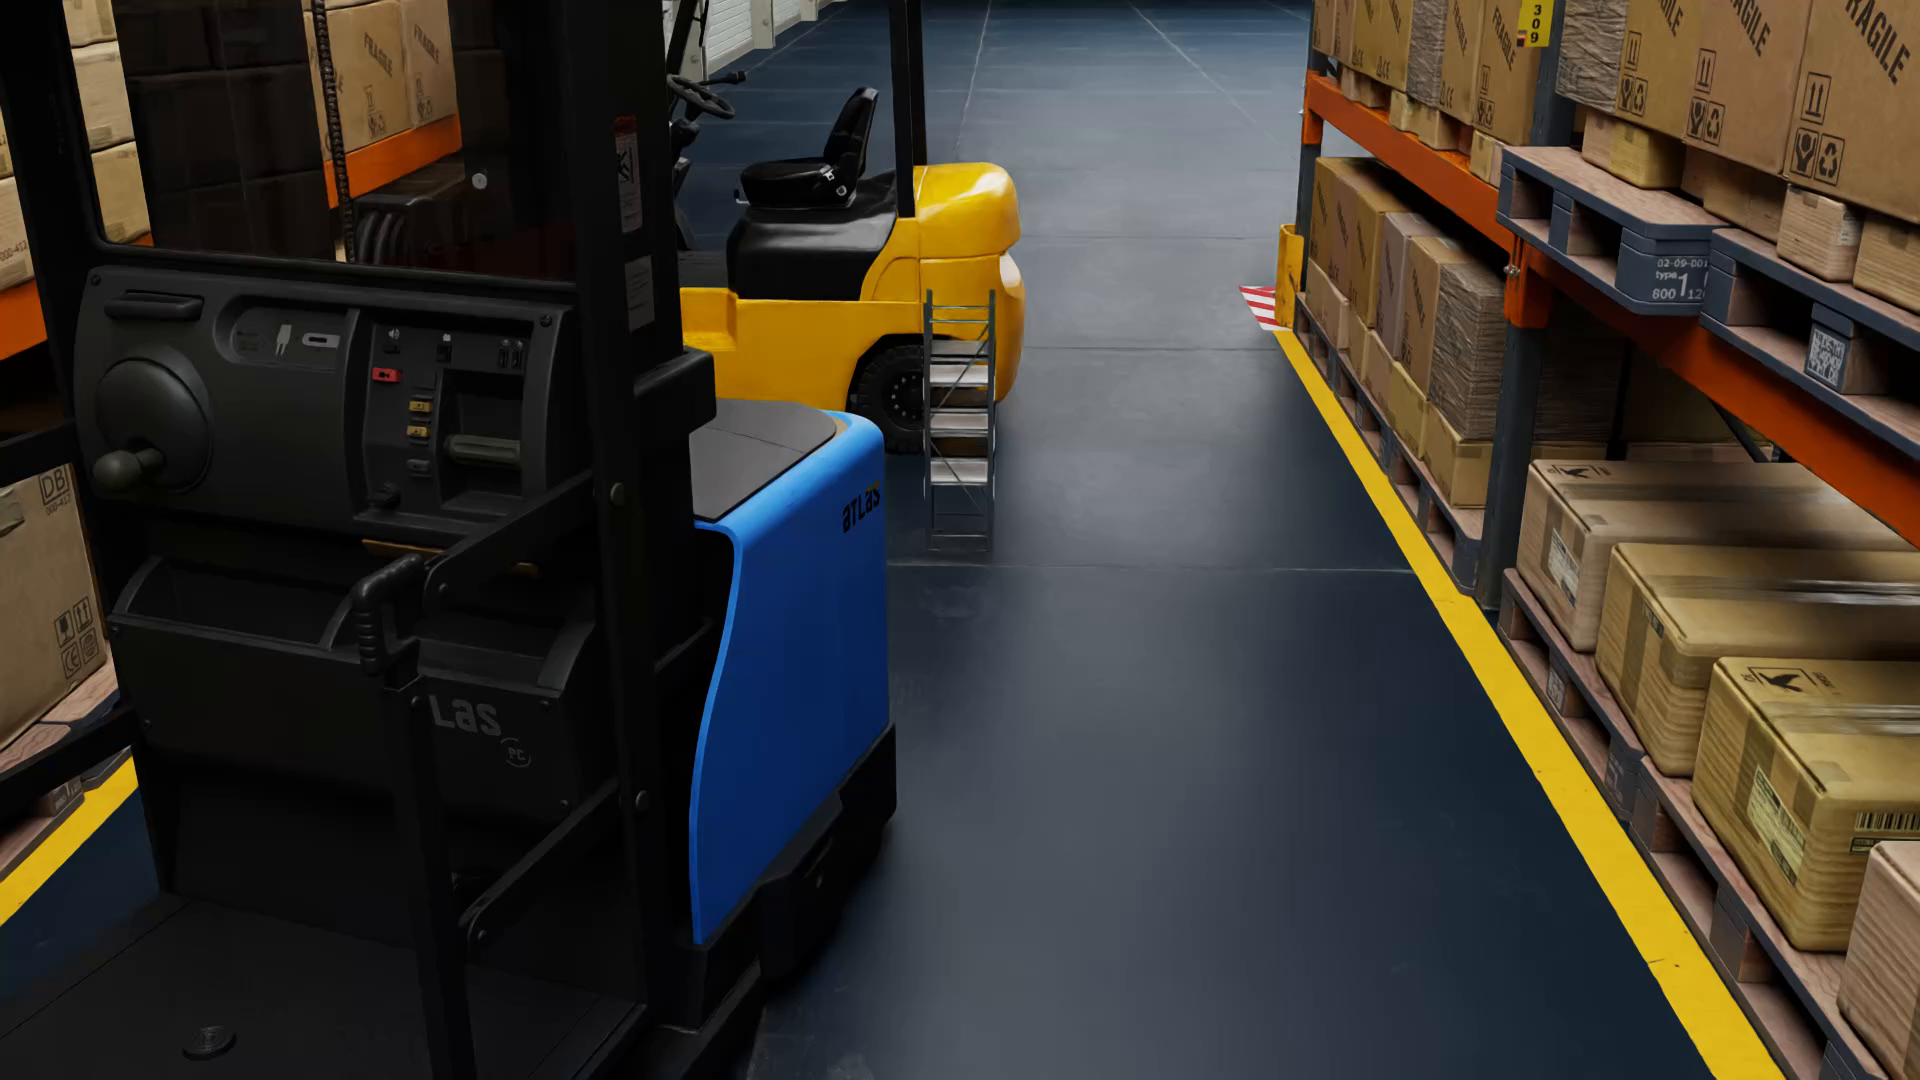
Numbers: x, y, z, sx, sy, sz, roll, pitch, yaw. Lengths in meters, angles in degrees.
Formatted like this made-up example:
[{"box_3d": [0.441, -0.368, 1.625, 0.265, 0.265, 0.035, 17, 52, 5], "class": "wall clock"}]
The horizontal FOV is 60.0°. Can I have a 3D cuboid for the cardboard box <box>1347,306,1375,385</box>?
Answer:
[{"box_3d": [2.000, -0.867, 7.336, 0.500, 0.250, 0.500, 2, 21, 5], "class": "cardboard box"}]

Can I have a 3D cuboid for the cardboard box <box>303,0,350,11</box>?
[{"box_3d": [-2.415, -1.968, 5.920, 0.380, 0.149, 0.250, 1, 21, 3], "class": "cardboard box"}]

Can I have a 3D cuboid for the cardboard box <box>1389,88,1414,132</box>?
[{"box_3d": [1.948, -1.732, 6.694, 0.380, 0.149, 0.250, 1, 21, 2], "class": "cardboard box"}]

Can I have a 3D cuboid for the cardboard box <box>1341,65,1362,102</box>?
[{"box_3d": [1.974, -2.108, 7.662, 0.380, 0.149, 0.250, 1, 21, 2], "class": "cardboard box"}]

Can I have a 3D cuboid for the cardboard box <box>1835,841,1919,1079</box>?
[{"box_3d": [2.126, 0.827, 2.802, 0.950, 0.372, 0.625, 0, 21, 1], "class": "cardboard box"}]

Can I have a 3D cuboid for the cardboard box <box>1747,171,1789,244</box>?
[{"box_3d": [1.866, -0.684, 3.412, 0.380, 0.149, 0.250, 1, 21, 2], "class": "cardboard box"}]

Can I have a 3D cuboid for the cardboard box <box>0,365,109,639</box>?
[{"box_3d": [-2.760, -0.130, 4.920, 0.875, 0.625, 0.625, 2, 21, 4], "class": "cardboard box"}]

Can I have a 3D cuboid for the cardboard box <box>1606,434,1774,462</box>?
[{"box_3d": [2.494, -0.301, 5.879, 0.500, 0.250, 0.500, 0, 21, -1], "class": "cardboard box"}]

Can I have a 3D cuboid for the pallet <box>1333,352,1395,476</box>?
[{"box_3d": [2.226, -0.562, 7.187, 1.003, 0.211, 1.213, 1, 21, 2], "class": "pallet"}]

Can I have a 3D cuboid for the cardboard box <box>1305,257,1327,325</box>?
[{"box_3d": [2.027, -1.249, 8.321, 0.500, 0.250, 0.500, 0, 21, 1], "class": "cardboard box"}]

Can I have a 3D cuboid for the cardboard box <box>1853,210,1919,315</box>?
[{"box_3d": [1.827, -0.492, 2.916, 0.380, 0.149, 0.250, 0, 21, 0], "class": "cardboard box"}]

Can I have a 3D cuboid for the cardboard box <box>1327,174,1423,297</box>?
[{"box_3d": [2.015, -1.400, 7.676, 0.500, 0.500, 0.500, 0, 21, 0], "class": "cardboard box"}]

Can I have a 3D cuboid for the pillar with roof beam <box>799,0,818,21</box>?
[{"box_3d": [1.477, -13.862, 29.314, 9.100, 9.000, 0.400, 1, 21, 2], "class": "pillar with roof beam"}]

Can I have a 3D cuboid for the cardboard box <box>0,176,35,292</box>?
[{"box_3d": [-2.519, -0.793, 4.134, 0.500, 0.250, 0.500, 1, 21, 1], "class": "cardboard box"}]

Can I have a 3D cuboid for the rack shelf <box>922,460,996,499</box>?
[{"box_3d": [0.000, -0.218, 5.936, 0.258, 0.077, 0.200, 1, 21, 2], "class": "rack shelf"}]

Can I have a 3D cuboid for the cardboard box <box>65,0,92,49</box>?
[{"box_3d": [-2.534, -1.360, 4.352, 0.380, 0.149, 0.250, 0, 21, 1], "class": "cardboard box"}]

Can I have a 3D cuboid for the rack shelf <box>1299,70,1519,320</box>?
[{"box_3d": [2.267, -1.565, 6.910, 1.077, 0.370, 4.000, 1, 21, 2], "class": "rack shelf"}]

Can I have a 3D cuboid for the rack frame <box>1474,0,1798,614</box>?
[{"box_3d": [2.206, -1.177, 4.916, 1.000, 3.000, 0.127, 1, 21, 2], "class": "rack frame"}]

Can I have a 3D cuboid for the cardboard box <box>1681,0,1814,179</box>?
[{"box_3d": [1.862, -1.032, 3.412, 0.500, 0.500, 0.500, 1, 21, 1], "class": "cardboard box"}]

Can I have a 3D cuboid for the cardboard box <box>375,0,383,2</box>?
[{"box_3d": [-2.415, -2.154, 6.399, 0.380, 0.149, 0.250, 0, 21, 0], "class": "cardboard box"}]

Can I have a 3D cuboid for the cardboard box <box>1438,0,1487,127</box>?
[{"box_3d": [1.980, -1.712, 5.745, 0.500, 0.500, 0.500, 1, 21, 3], "class": "cardboard box"}]

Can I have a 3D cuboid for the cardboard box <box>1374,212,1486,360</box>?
[{"box_3d": [1.984, -1.026, 6.710, 0.500, 0.500, 0.500, 2, 21, 4], "class": "cardboard box"}]

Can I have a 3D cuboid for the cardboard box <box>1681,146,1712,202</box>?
[{"box_3d": [1.925, -0.866, 3.880, 0.380, 0.149, 0.250, 2, 21, 5], "class": "cardboard box"}]

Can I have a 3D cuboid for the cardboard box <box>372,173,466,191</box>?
[{"box_3d": [-2.351, -1.519, 7.637, 0.500, 0.250, 0.500, 1, 21, 2], "class": "cardboard box"}]

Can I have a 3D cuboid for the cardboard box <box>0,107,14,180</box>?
[{"box_3d": [-2.523, -1.027, 4.045, 0.500, 0.250, 0.500, 0, 21, 0], "class": "cardboard box"}]

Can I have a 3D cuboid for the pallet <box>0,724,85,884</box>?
[{"box_3d": [-2.773, 0.779, 3.730, 1.003, 0.211, 1.213, 1, 21, 2], "class": "pallet"}]

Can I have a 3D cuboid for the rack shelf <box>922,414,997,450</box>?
[{"box_3d": [0.000, -0.386, 5.871, 0.258, 0.077, 0.200, 1, 21, 2], "class": "rack shelf"}]

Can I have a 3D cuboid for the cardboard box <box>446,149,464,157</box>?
[{"box_3d": [-2.336, -1.887, 8.583, 0.500, 0.250, 0.500, 1, 21, 3], "class": "cardboard box"}]

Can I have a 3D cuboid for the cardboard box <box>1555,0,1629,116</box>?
[{"box_3d": [1.905, -1.392, 4.339, 0.500, 0.500, 0.500, 1, 21, 3], "class": "cardboard box"}]

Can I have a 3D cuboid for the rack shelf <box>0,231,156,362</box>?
[{"box_3d": [-2.816, -0.172, 3.319, 1.077, 0.370, 4.000, 1, 21, 2], "class": "rack shelf"}]

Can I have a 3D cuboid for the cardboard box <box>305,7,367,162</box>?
[{"box_3d": [-2.482, -1.623, 5.927, 0.500, 0.500, 0.500, 1, 21, 3], "class": "cardboard box"}]

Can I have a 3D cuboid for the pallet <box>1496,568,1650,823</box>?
[{"box_3d": [2.184, 0.405, 4.695, 1.003, 0.211, 1.213, 1, 21, 2], "class": "pallet"}]

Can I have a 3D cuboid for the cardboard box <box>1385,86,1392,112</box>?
[{"box_3d": [2.052, -1.918, 7.172, 0.380, 0.149, 0.250, 1, 21, 3], "class": "cardboard box"}]

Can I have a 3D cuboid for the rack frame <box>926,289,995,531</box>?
[{"box_3d": [0.003, -0.453, 5.953, 0.240, 0.900, 0.006, 1, 21, 2], "class": "rack frame"}]

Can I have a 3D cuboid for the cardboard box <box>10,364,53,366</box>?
[{"box_3d": [-2.945, -0.556, 5.843, 0.500, 0.250, 0.500, 0, 21, 0], "class": "cardboard box"}]

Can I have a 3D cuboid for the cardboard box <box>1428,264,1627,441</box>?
[{"box_3d": [1.956, -0.657, 5.760, 0.500, 0.500, 0.500, 0, 21, 1], "class": "cardboard box"}]

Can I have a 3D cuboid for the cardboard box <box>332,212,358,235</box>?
[{"box_3d": [-2.398, -1.147, 6.676, 0.500, 0.250, 0.500, 1, 21, 3], "class": "cardboard box"}]

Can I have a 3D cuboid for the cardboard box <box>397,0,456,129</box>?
[{"box_3d": [-2.431, -1.988, 6.867, 0.500, 0.500, 0.500, 1, 21, 2], "class": "cardboard box"}]

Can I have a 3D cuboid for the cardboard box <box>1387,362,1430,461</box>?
[{"box_3d": [1.962, -0.500, 6.392, 0.500, 0.250, 0.500, 0, 21, 0], "class": "cardboard box"}]

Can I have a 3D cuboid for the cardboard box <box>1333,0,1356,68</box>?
[{"box_3d": [2.024, -2.453, 7.655, 0.500, 0.500, 0.500, 1, 21, 3], "class": "cardboard box"}]

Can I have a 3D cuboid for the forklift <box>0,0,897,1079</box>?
[{"box_3d": [-1.126, -0.209, 2.516, 1.130, 2.935, 3.031, 7, 22, 18], "class": "forklift"}]

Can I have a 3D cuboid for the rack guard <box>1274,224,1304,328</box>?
[{"box_3d": [2.326, -1.430, 9.024, 1.175, 0.500, 0.348, 1, 21, 2], "class": "rack guard"}]

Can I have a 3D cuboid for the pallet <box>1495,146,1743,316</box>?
[{"box_3d": [2.038, -0.813, 4.242, 1.003, 0.211, 1.213, 1, 21, 2], "class": "pallet"}]

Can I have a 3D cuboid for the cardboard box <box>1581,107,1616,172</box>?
[{"box_3d": [1.874, -1.059, 4.379, 0.380, 0.149, 0.250, 1, 21, 2], "class": "cardboard box"}]

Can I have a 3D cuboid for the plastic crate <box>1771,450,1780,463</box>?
[{"box_3d": [3.074, -0.375, 6.884, 0.402, 0.080, 0.583, -7, 22, -17], "class": "plastic crate"}]

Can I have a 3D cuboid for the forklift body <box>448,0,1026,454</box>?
[{"box_3d": [-0.868, -1.575, 7.115, 2.313, 2.155, 1.214, 1, 21, 2], "class": "forklift body"}]

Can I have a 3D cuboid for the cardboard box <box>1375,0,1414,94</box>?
[{"box_3d": [2.002, -2.085, 6.706, 0.500, 0.500, 0.500, 0, 21, 1], "class": "cardboard box"}]

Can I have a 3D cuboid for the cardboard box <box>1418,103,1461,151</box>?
[{"box_3d": [1.939, -1.547, 6.216, 0.380, 0.149, 0.250, 0, 21, 1], "class": "cardboard box"}]

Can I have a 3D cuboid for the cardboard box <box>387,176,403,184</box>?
[{"box_3d": [-2.875, -1.523, 7.647, 0.500, 0.250, 0.500, 0, 21, 1], "class": "cardboard box"}]

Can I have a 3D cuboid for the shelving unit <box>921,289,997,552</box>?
[{"box_3d": [0.000, -0.417, 5.859, 0.258, 0.900, 0.210, 1, 21, 2], "class": "shelving unit"}]

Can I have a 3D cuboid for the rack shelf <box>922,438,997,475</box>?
[{"box_3d": [0.000, -0.302, 5.903, 0.258, 0.077, 0.200, 1, 21, 2], "class": "rack shelf"}]

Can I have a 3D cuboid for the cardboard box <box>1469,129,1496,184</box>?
[{"box_3d": [1.912, -1.270, 5.502, 0.380, 0.149, 0.250, 1, 21, 3], "class": "cardboard box"}]

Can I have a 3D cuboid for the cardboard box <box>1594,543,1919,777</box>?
[{"box_3d": [2.174, 0.302, 4.156, 0.950, 0.372, 0.625, 2, 21, 5], "class": "cardboard box"}]

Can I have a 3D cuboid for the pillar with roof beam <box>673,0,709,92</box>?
[{"box_3d": [1.112, -9.523, 18.132, 9.100, 9.000, 0.400, 1, 21, 2], "class": "pillar with roof beam"}]

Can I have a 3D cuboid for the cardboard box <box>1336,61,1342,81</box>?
[{"box_3d": [2.111, -2.386, 8.378, 0.380, 0.149, 0.250, 1, 21, 2], "class": "cardboard box"}]
